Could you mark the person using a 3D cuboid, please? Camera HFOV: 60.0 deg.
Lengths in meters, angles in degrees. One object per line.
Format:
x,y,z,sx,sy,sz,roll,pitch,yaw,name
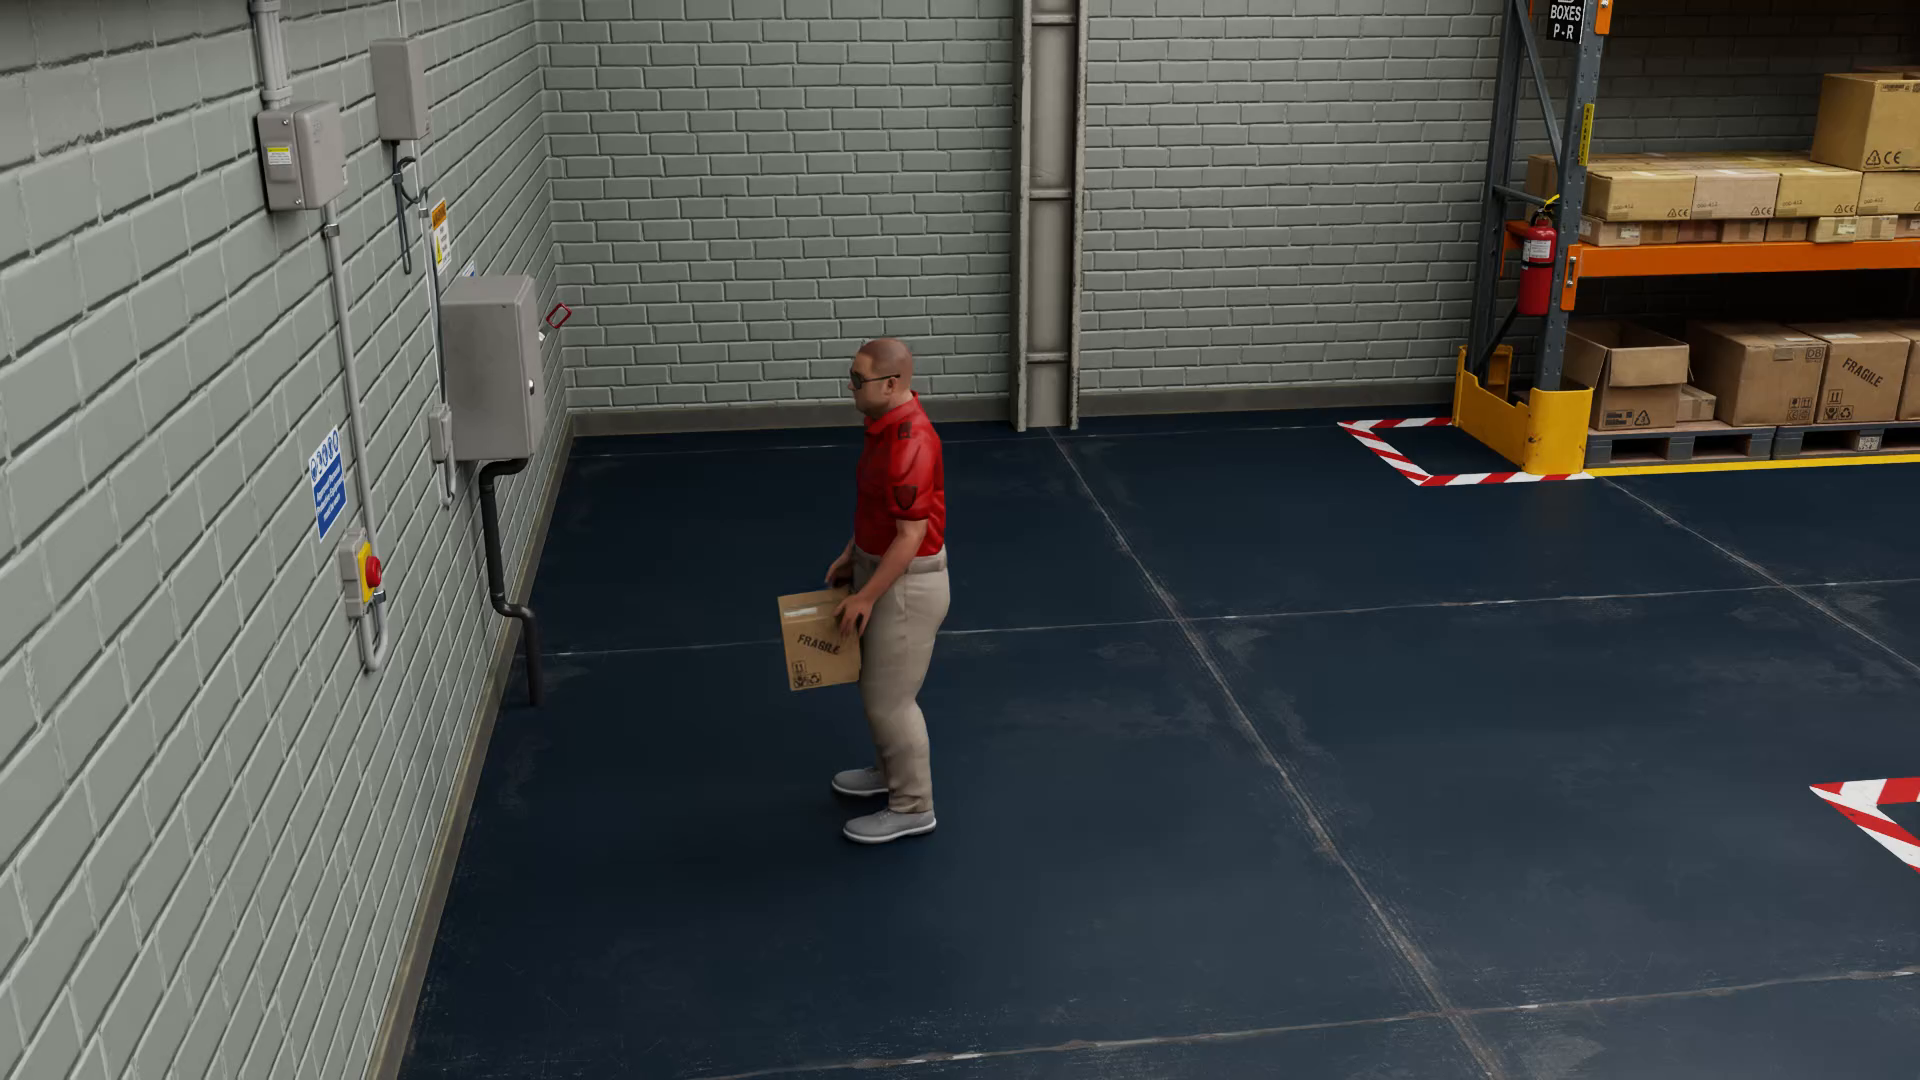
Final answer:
-0.246,0.207,5.649,0.405,1.638,0.547,-3,20,-9,person
